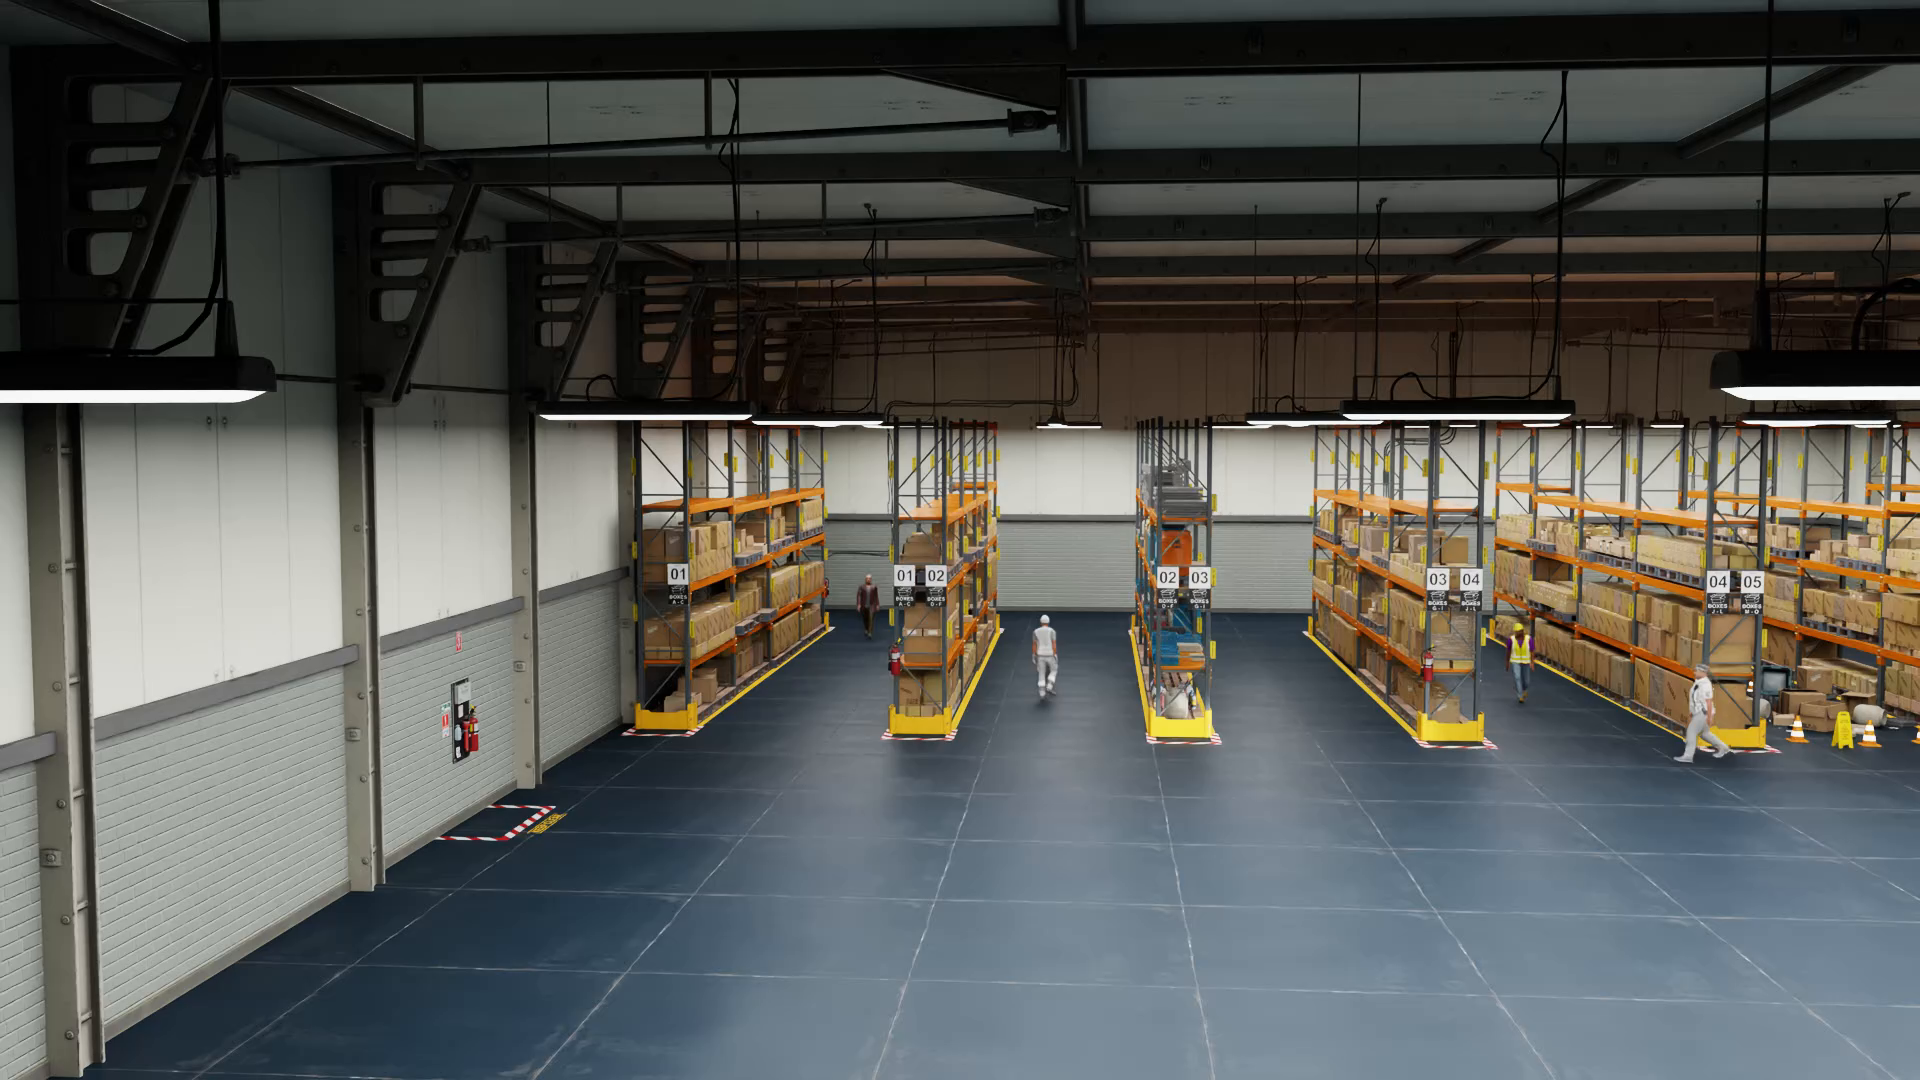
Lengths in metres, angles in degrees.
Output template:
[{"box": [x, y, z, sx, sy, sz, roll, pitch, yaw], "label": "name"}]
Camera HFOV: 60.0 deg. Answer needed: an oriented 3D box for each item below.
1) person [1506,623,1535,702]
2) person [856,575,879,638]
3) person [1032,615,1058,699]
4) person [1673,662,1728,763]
[{"box": [11.915, 2.592, 35.356, 0.562, 1.657, 1.017, 1, 4, 16], "label": "person"}, {"box": [-2.568, 1.838, 46.188, 0.612, 1.718, 1.163, 0, 4, 1], "label": "person"}, {"box": [1.834, 2.487, 35.669, 0.587, 1.769, 0.521, 1, 4, 17], "label": "person"}, {"box": [12.791, 2.970, 28.690, 0.929, 1.730, 0.537, 0, 4, 5], "label": "person"}]
